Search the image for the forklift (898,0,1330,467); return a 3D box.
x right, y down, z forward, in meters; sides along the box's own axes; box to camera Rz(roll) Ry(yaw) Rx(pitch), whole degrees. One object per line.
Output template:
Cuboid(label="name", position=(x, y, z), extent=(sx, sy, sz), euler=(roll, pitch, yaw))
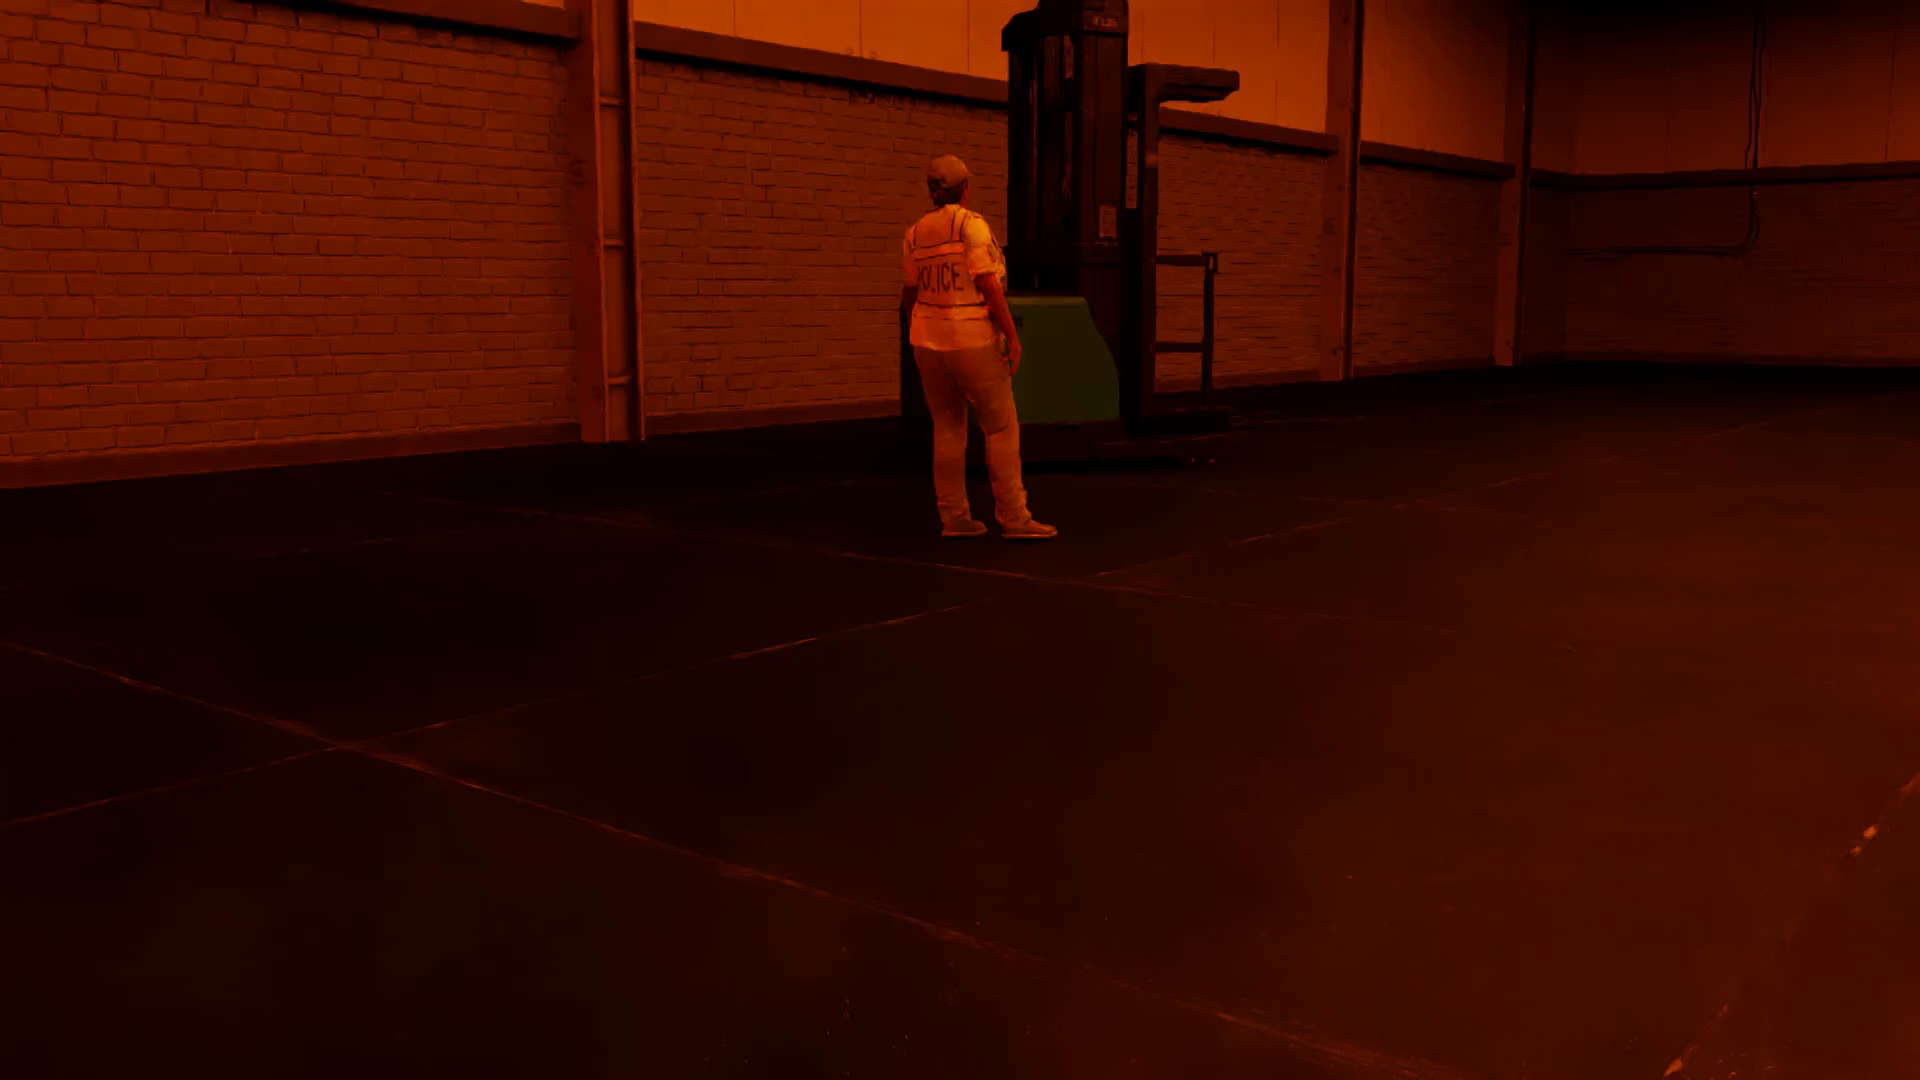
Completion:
Cuboid(label="forklift", position=(1.128, -2.004, 10.979), extent=(3.031, 2.935, 1.130), euler=(-5, 10, -31))

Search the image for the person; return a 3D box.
Cuboid(label="person", position=(0.066, -0.838, 7.328), extent=(0.598, 1.669, 0.529), euler=(7, 11, 38))
